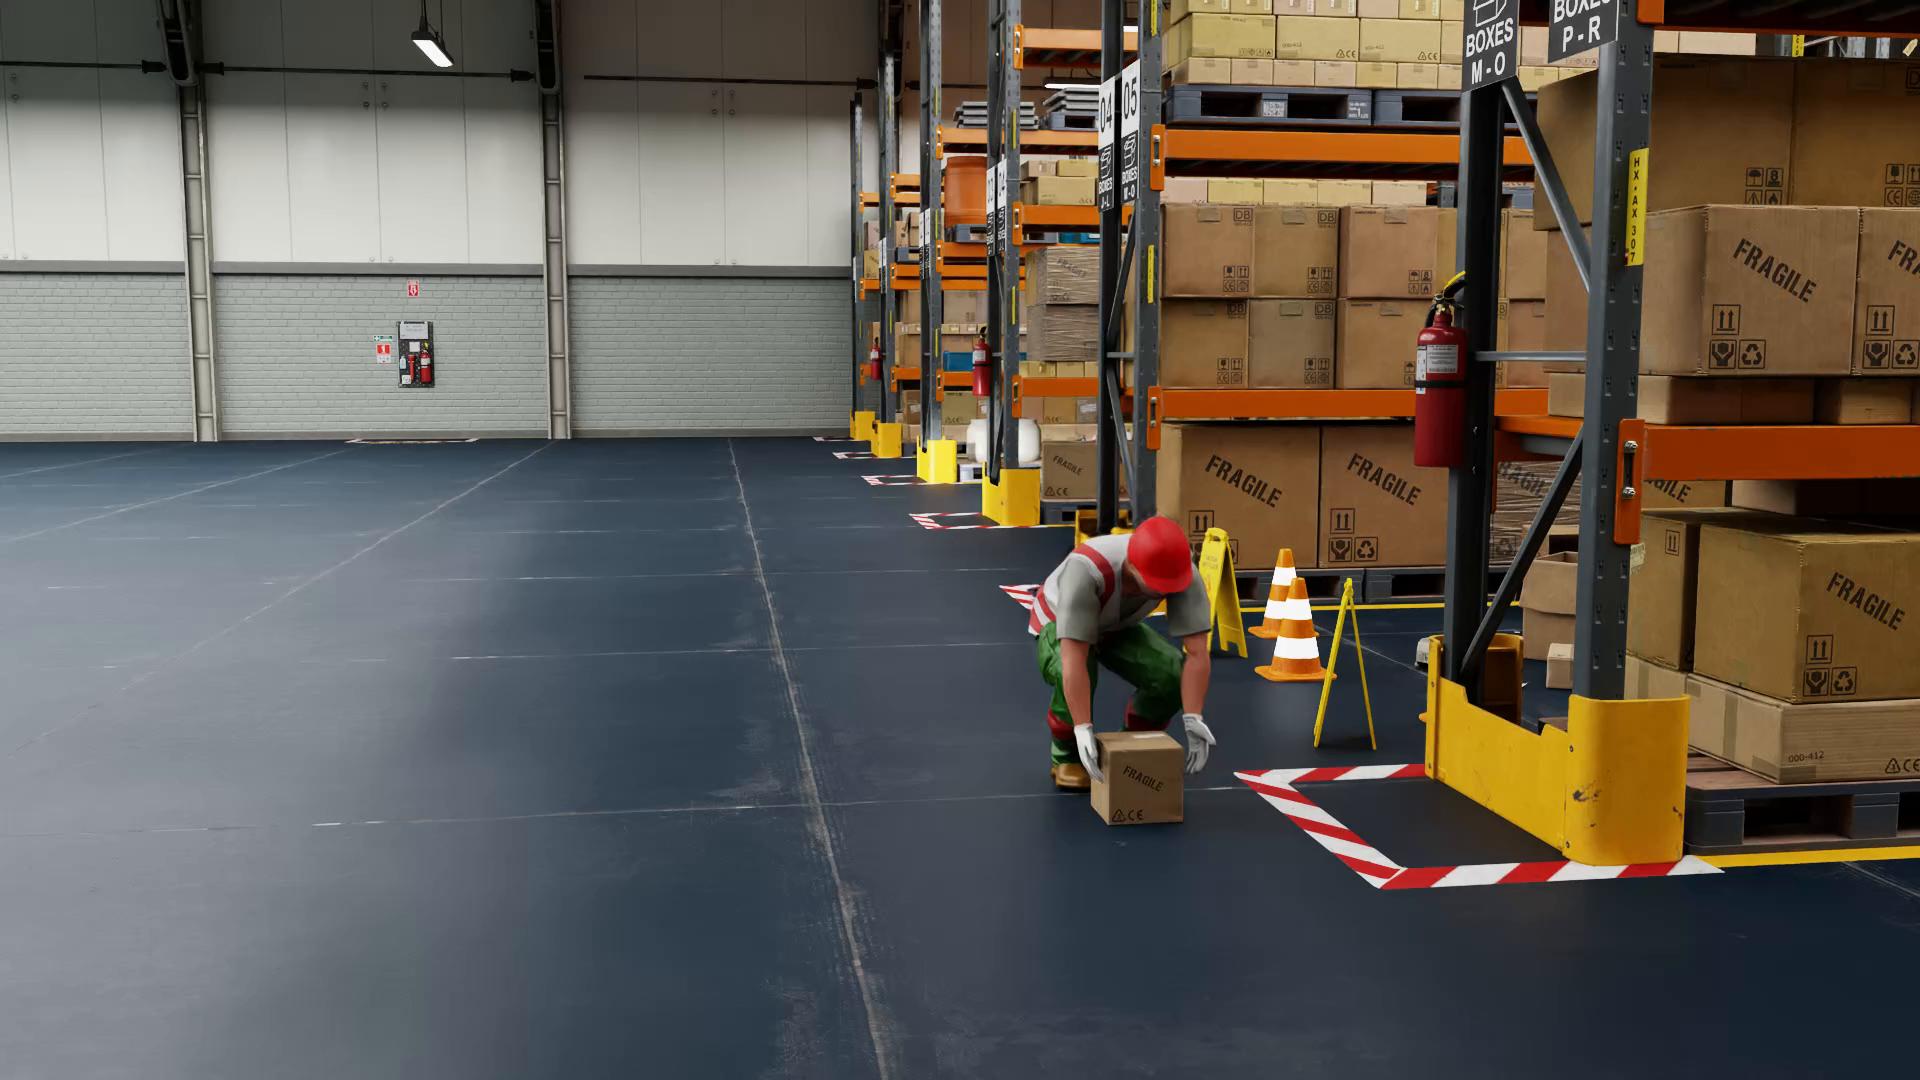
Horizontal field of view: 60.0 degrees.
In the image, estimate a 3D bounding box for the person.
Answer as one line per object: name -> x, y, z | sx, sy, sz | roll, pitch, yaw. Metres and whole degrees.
person -> 0.556, 0.379, 5.805 | 0.568, 0.994, 0.877 | -1, 7, -12
